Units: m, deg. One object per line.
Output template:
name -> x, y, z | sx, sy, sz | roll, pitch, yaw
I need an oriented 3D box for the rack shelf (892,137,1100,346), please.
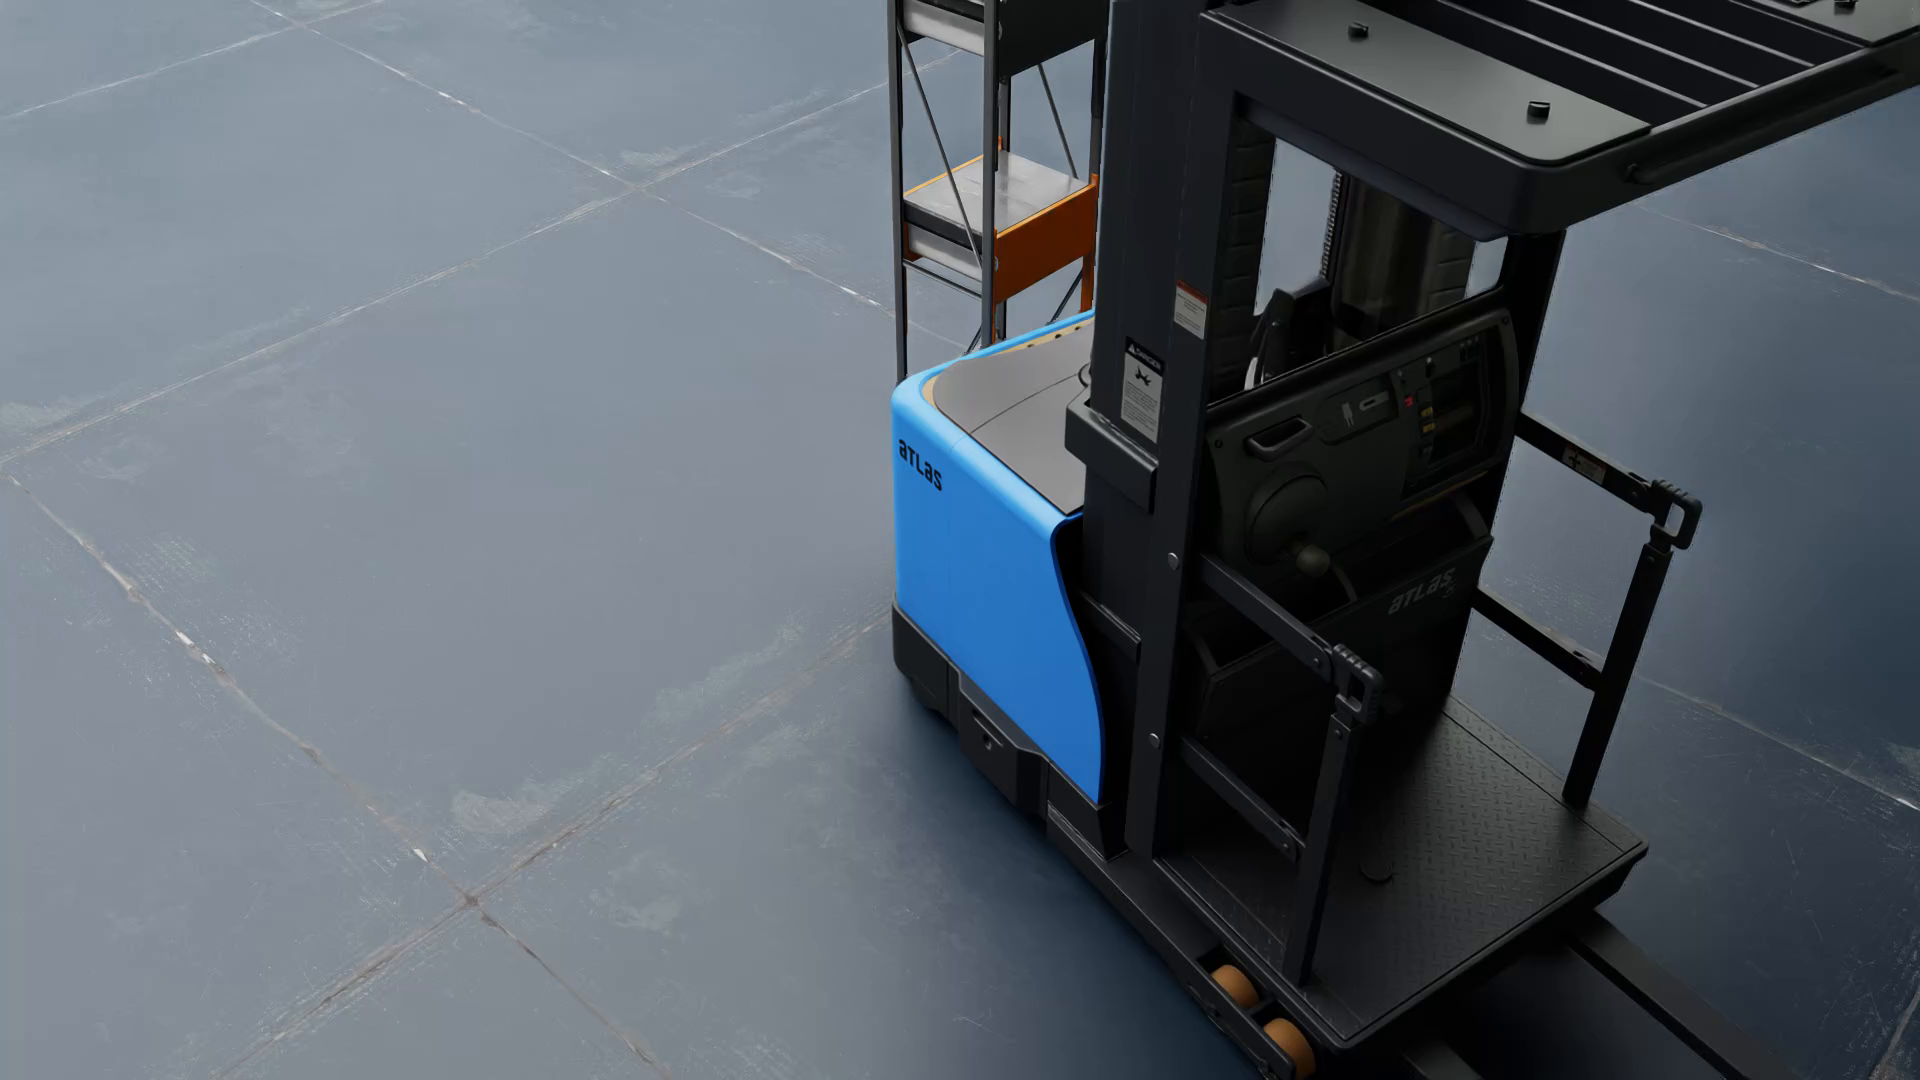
rack shelf -> 0.112, -0.887, 5.201 | 0.431, 0.518, 0.480 | 30, 47, 32

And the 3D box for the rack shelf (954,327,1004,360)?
rack shelf -> 0.112, -0.339, 5.636 | 0.431, 0.518, 0.480 | 30, 47, 32

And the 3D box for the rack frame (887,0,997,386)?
rack frame -> -0.053, -0.786, 5.051 | 0.400, 2.100, 0.015 | 30, 47, 32

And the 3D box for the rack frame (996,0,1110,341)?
rack frame -> 0.276, -1.010, 5.333 | 0.400, 2.100, 0.015 | 30, 47, 32

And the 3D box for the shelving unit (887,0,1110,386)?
shelving unit -> 0.112, -0.898, 5.192 | 0.431, 2.100, 0.503 | 30, 47, 32

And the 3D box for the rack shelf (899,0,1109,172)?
rack shelf -> 0.112, -1.435, 4.765 | 0.431, 0.518, 0.480 | 30, 47, 32

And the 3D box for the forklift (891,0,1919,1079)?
forklift -> 1.040, -0.153, 3.588 | 1.130, 2.935, 3.031 | -23, 44, -26
